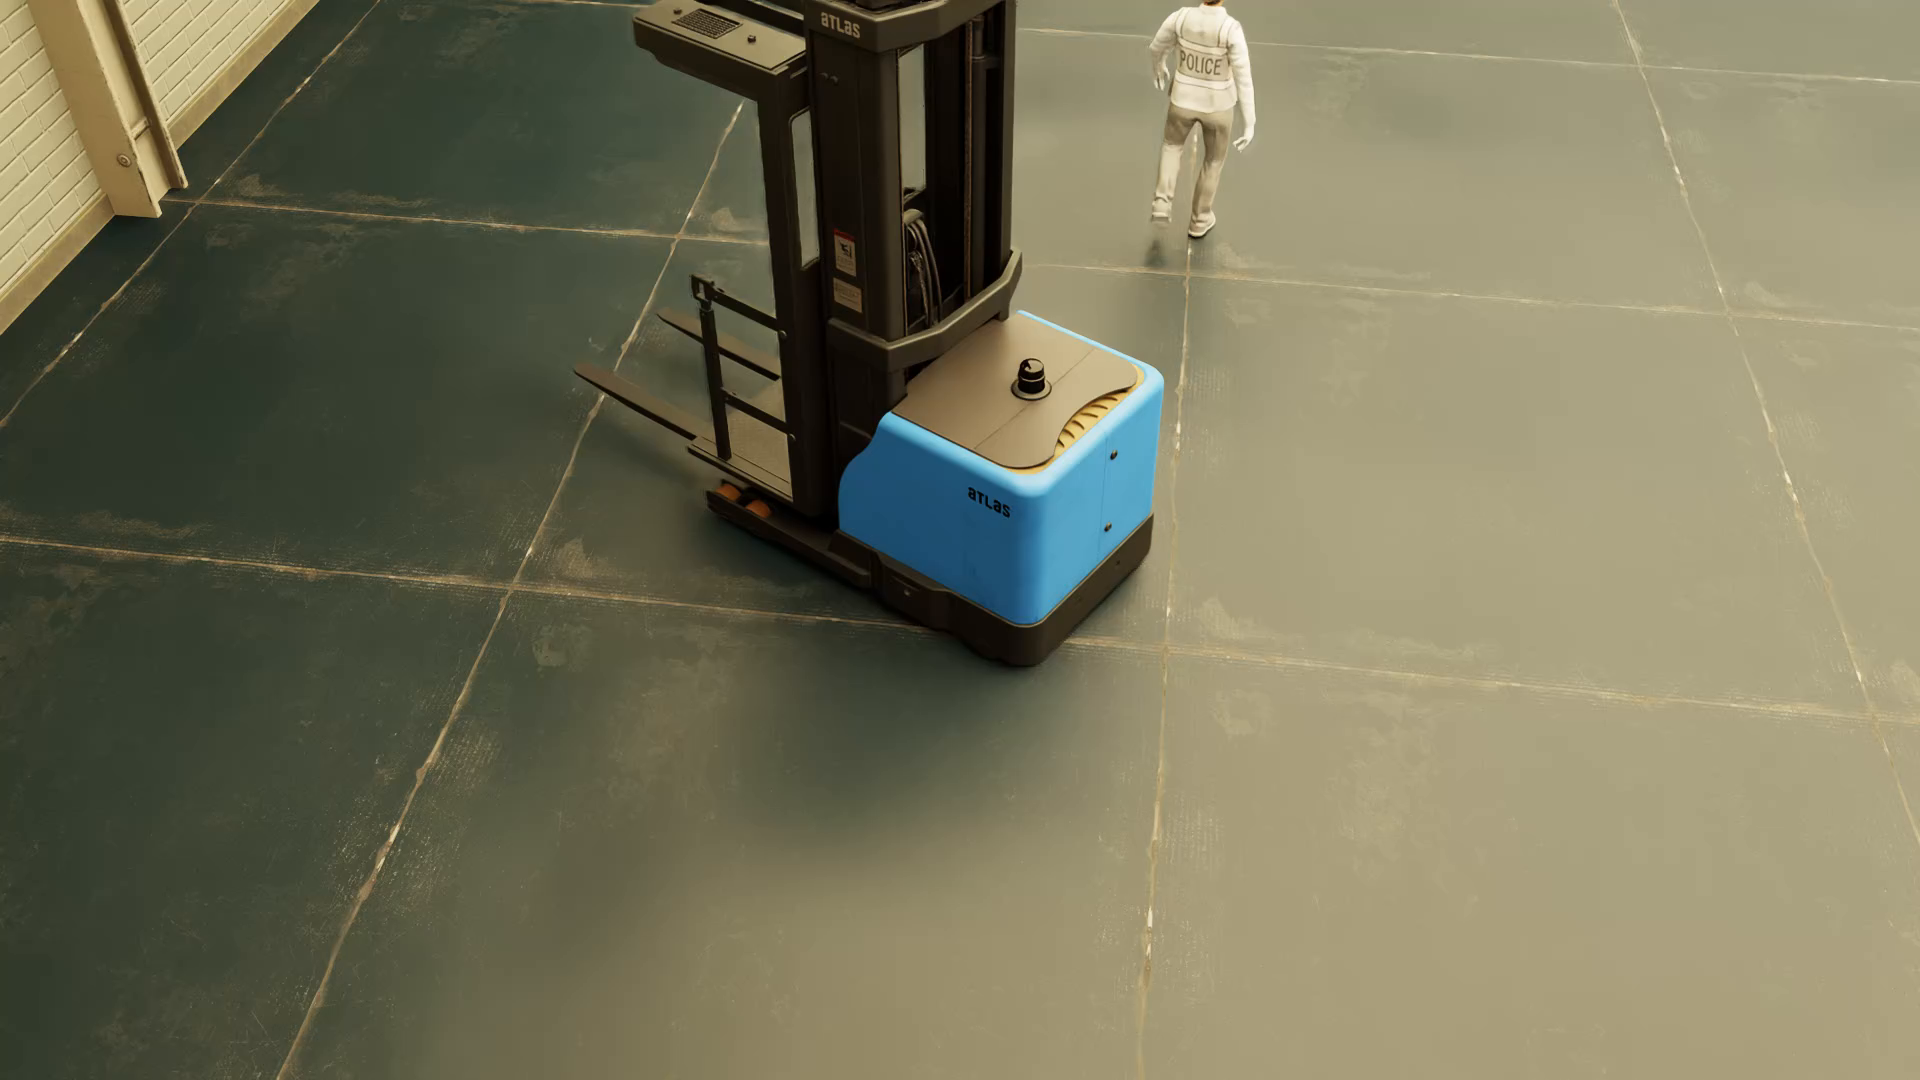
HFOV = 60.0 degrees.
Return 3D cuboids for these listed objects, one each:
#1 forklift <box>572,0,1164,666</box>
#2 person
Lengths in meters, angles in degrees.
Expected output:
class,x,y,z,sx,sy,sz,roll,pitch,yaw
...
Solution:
class,x,y,z,sx,sy,sz,roll,pitch,yaw
forklift,-0.589,-1.357,7.202,3.031,2.935,1.130,27,49,27
person,1.344,-2.434,9.328,0.694,1.649,0.491,17,45,17
